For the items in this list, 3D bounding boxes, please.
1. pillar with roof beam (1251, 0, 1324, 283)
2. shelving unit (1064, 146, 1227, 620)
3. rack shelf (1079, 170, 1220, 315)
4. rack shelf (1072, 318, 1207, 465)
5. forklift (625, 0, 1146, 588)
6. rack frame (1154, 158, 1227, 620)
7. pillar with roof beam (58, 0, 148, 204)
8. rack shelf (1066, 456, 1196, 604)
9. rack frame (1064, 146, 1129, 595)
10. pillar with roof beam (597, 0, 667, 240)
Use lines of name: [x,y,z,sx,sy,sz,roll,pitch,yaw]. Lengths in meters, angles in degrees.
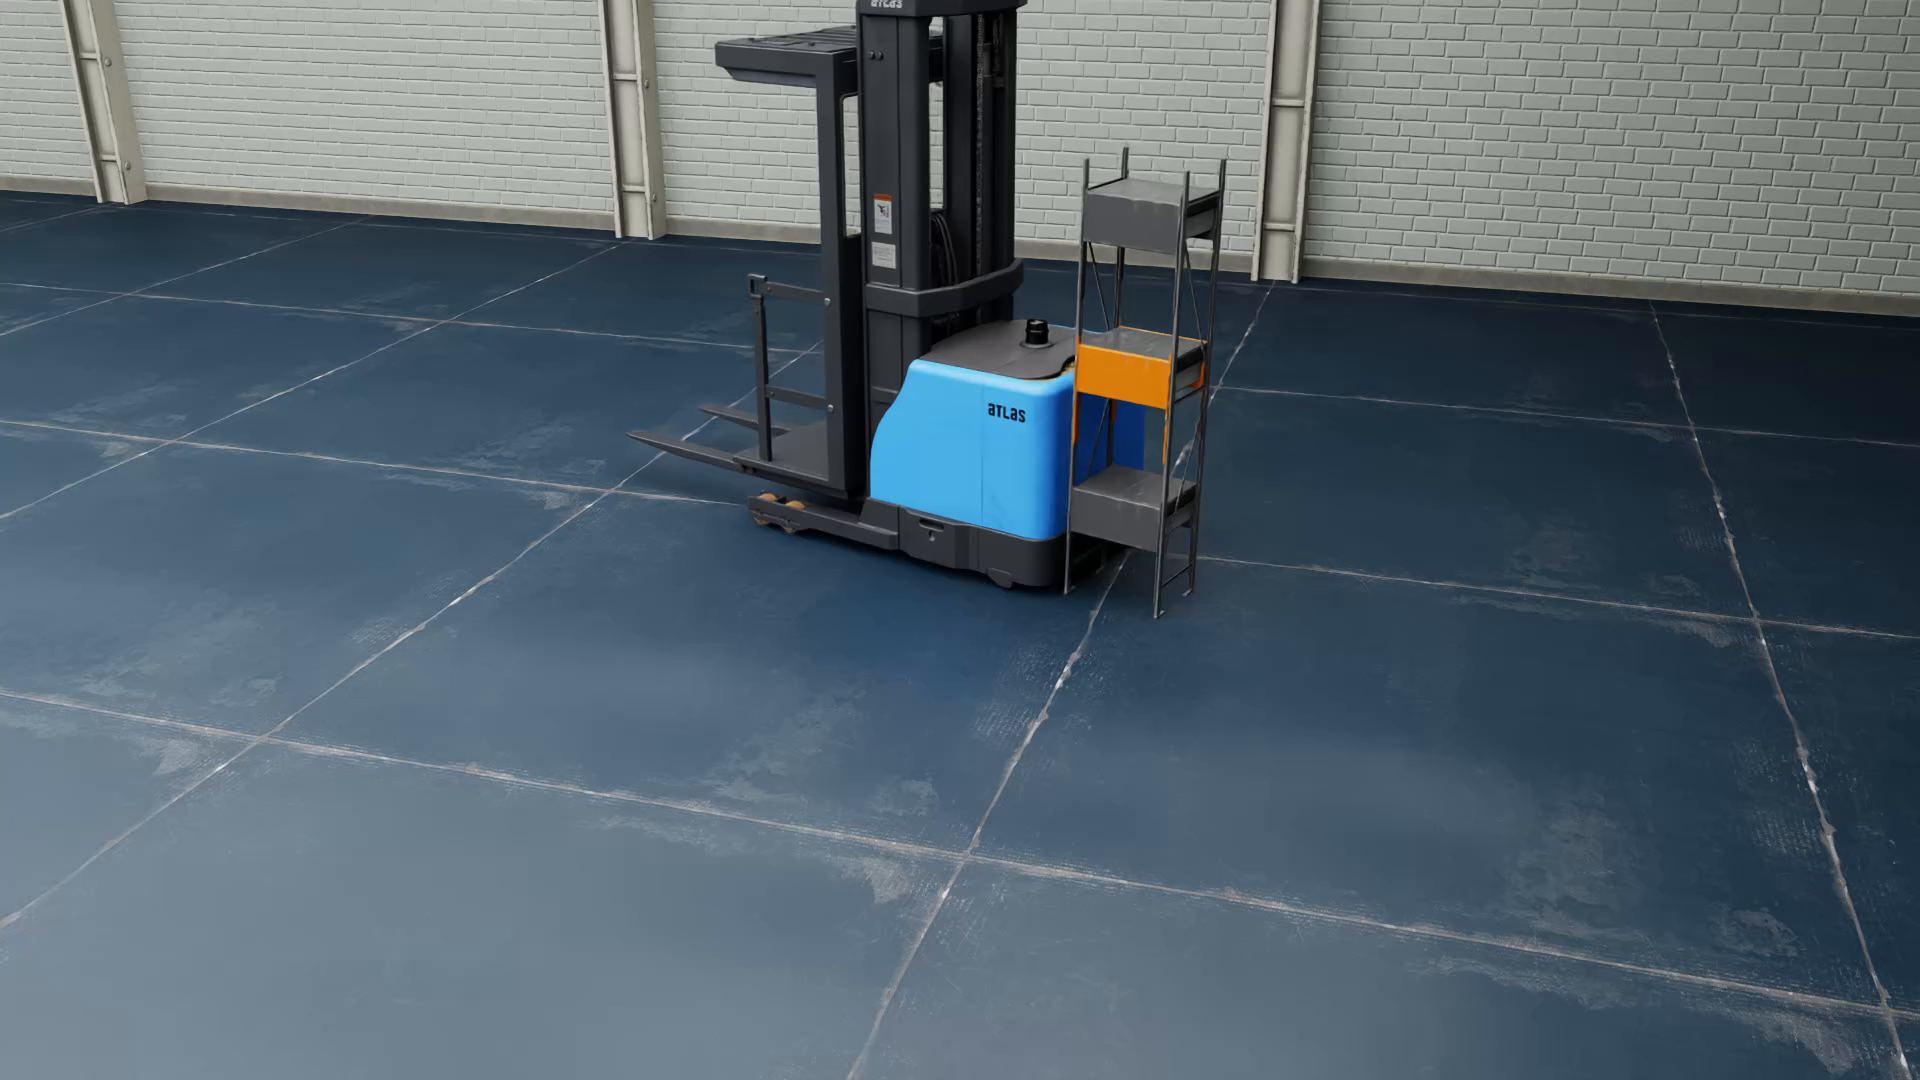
pillar with roof beam: [1.468,-4.846,8.727,0.400,9.000,9.100,7,23,16]
shelving unit: [0.844,-0.712,7.726,0.503,2.100,0.431,15,27,30]
rack shelf: [0.854,-1.344,7.460,0.480,0.518,0.431,15,27,30]
rack shelf: [0.843,-0.699,7.732,0.480,0.518,0.431,15,27,30]
forklift: [-0.530,-1.543,8.669,3.031,2.935,1.130,15,27,32]
rack frame: [1.048,-0.657,7.604,0.015,2.100,0.400,15,27,30]
pillar with roof beam: [-10.020,-6.162,11.934,0.400,9.000,9.100,7,23,16]
rack shelf: [0.833,-0.054,8.004,0.480,0.518,0.431,15,27,30]
rack frame: [0.640,-0.766,7.848,0.015,2.100,0.400,15,27,30]
pillar with roof beam: [-4.276,-5.504,10.331,0.400,9.000,9.100,7,23,16]
